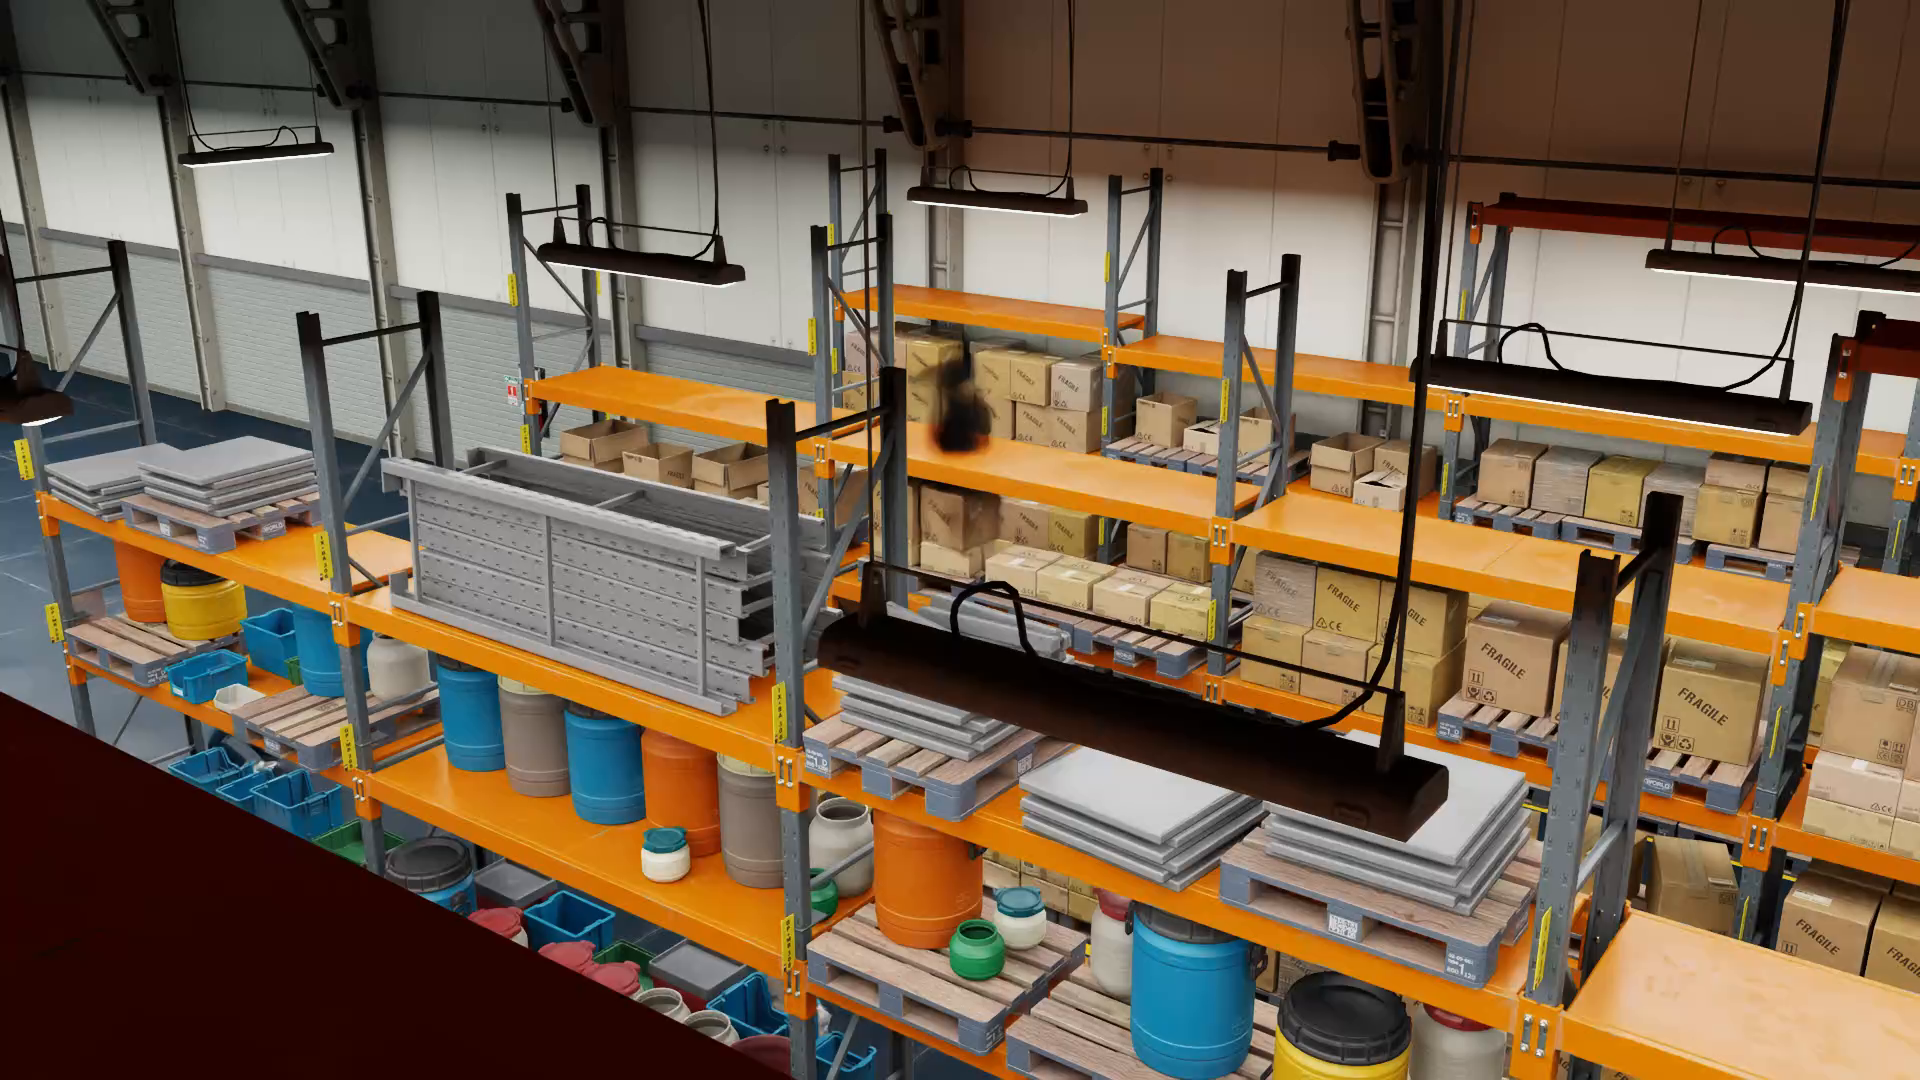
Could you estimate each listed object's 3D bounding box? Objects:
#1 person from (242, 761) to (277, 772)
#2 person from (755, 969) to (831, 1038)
[{"bbox_3d":[-7.636,1.816,17.304,0.871,1.505,0.527,-14,23,-36],"label":"person"},{"bbox_3d":[-1.330,3.221,12.810,0.717,1.714,0.702,9,20,25],"label":"person"}]
